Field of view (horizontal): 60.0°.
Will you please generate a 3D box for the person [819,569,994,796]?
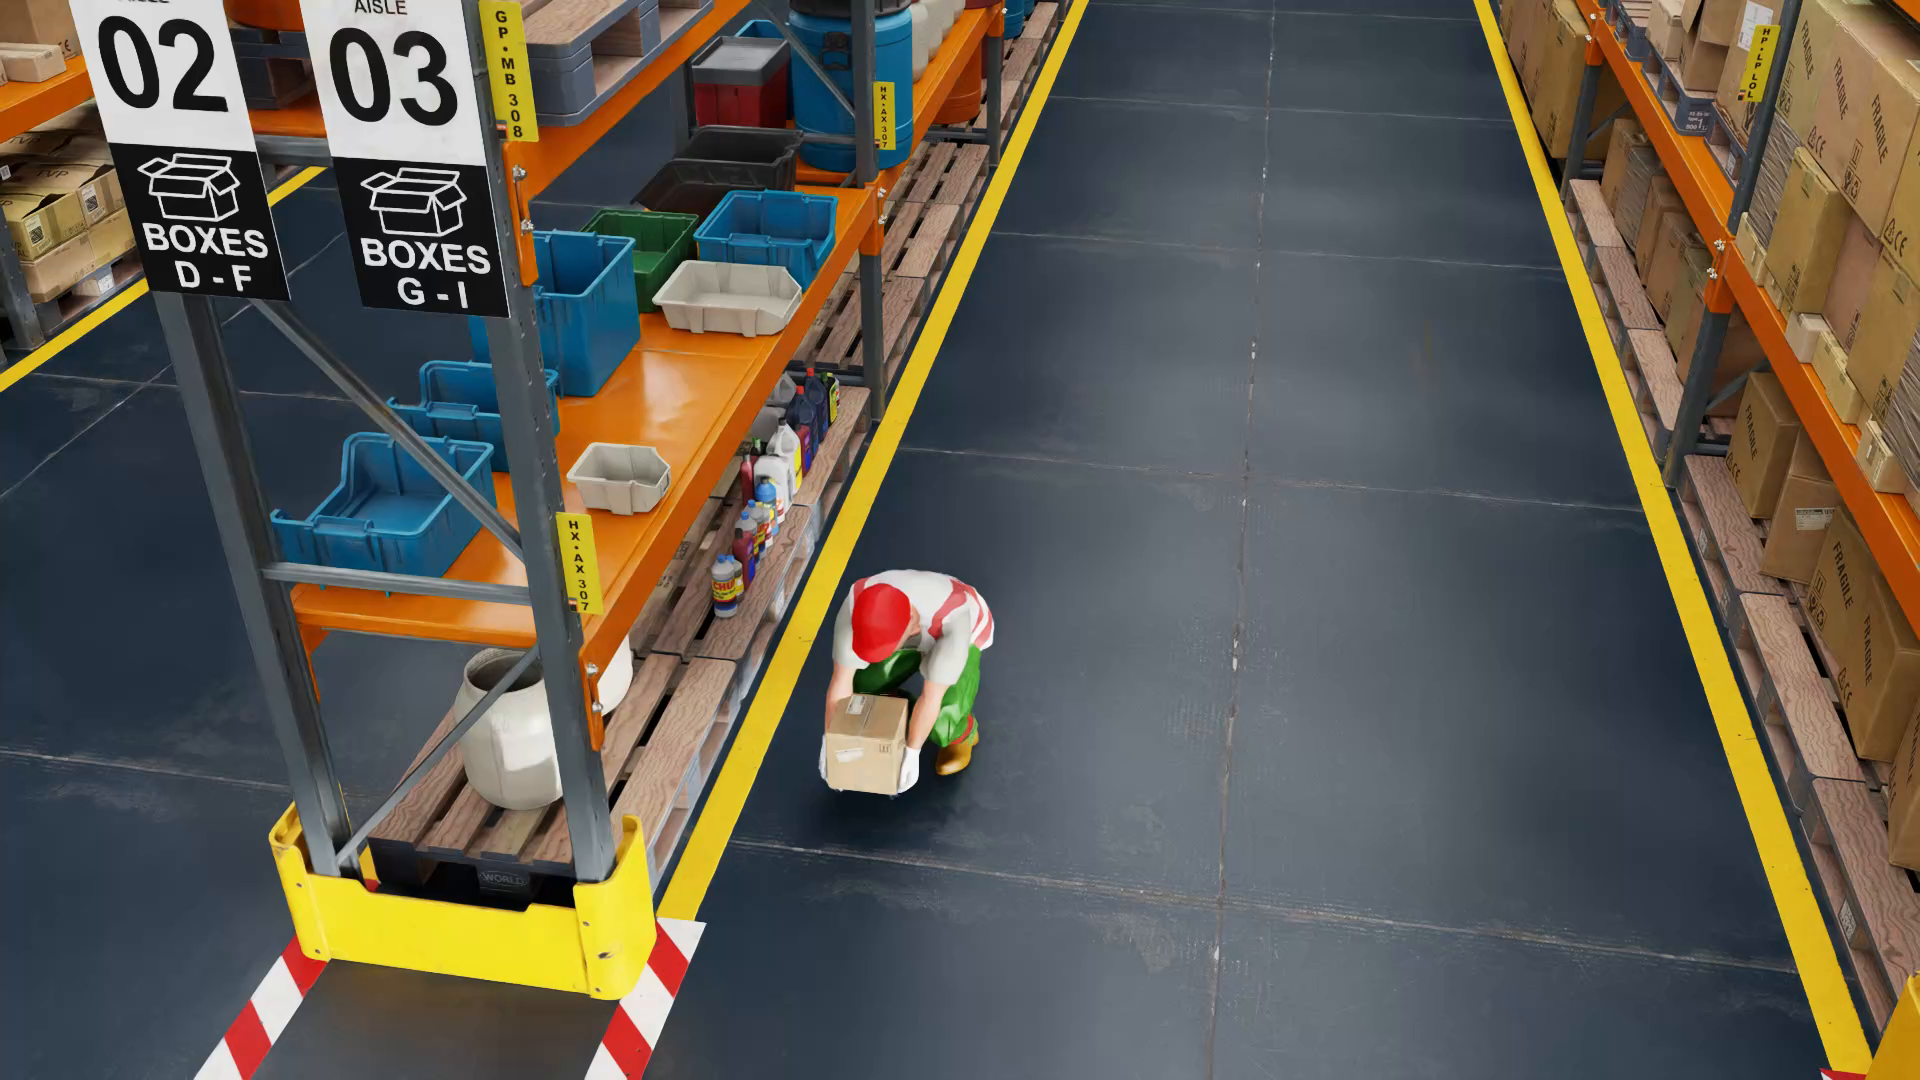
[{"bbox_3d":[-0.186,0.451,6.139,0.544,1.008,0.897,15,35,23],"label":"person"}]
